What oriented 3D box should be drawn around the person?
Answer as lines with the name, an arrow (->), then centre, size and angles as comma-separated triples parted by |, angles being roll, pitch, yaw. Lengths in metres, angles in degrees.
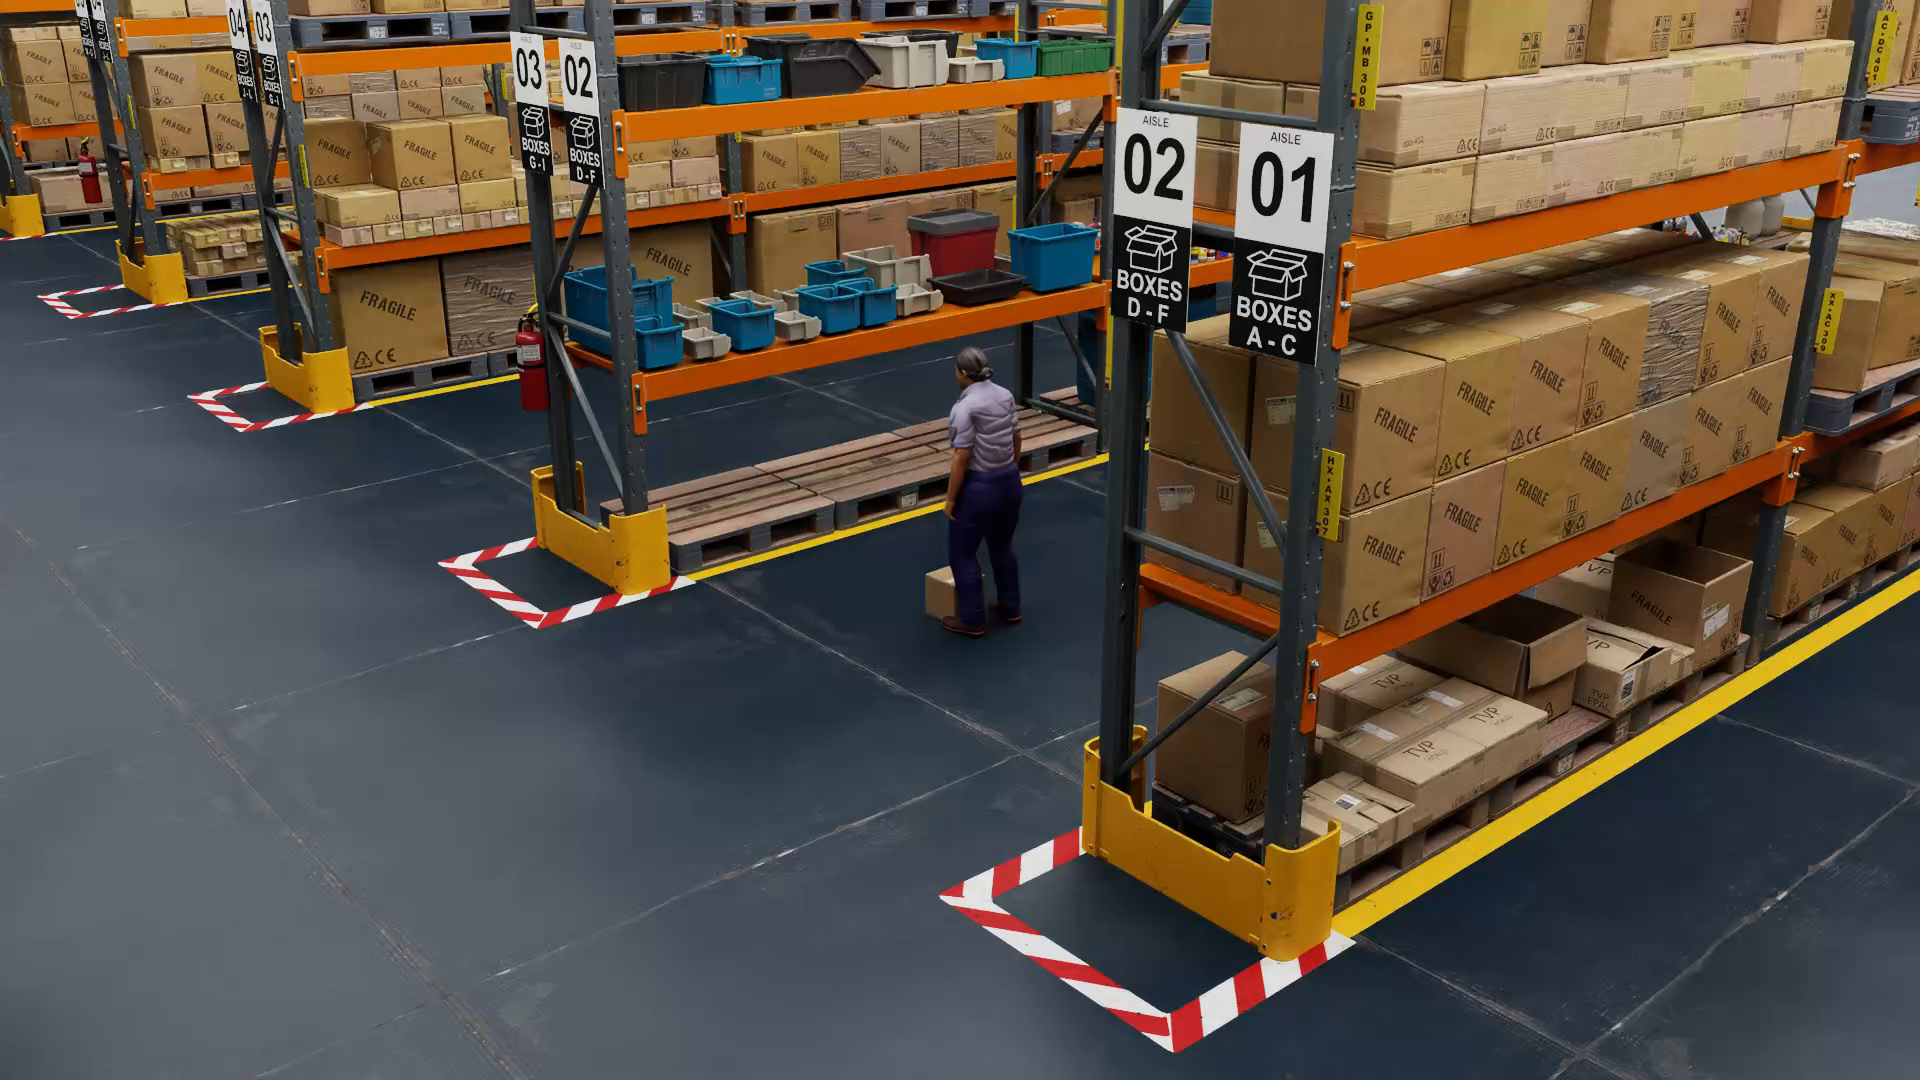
person -> 0.137, -0.268, 9.307 | 0.560, 1.636, 0.371 | -19, 28, -41
